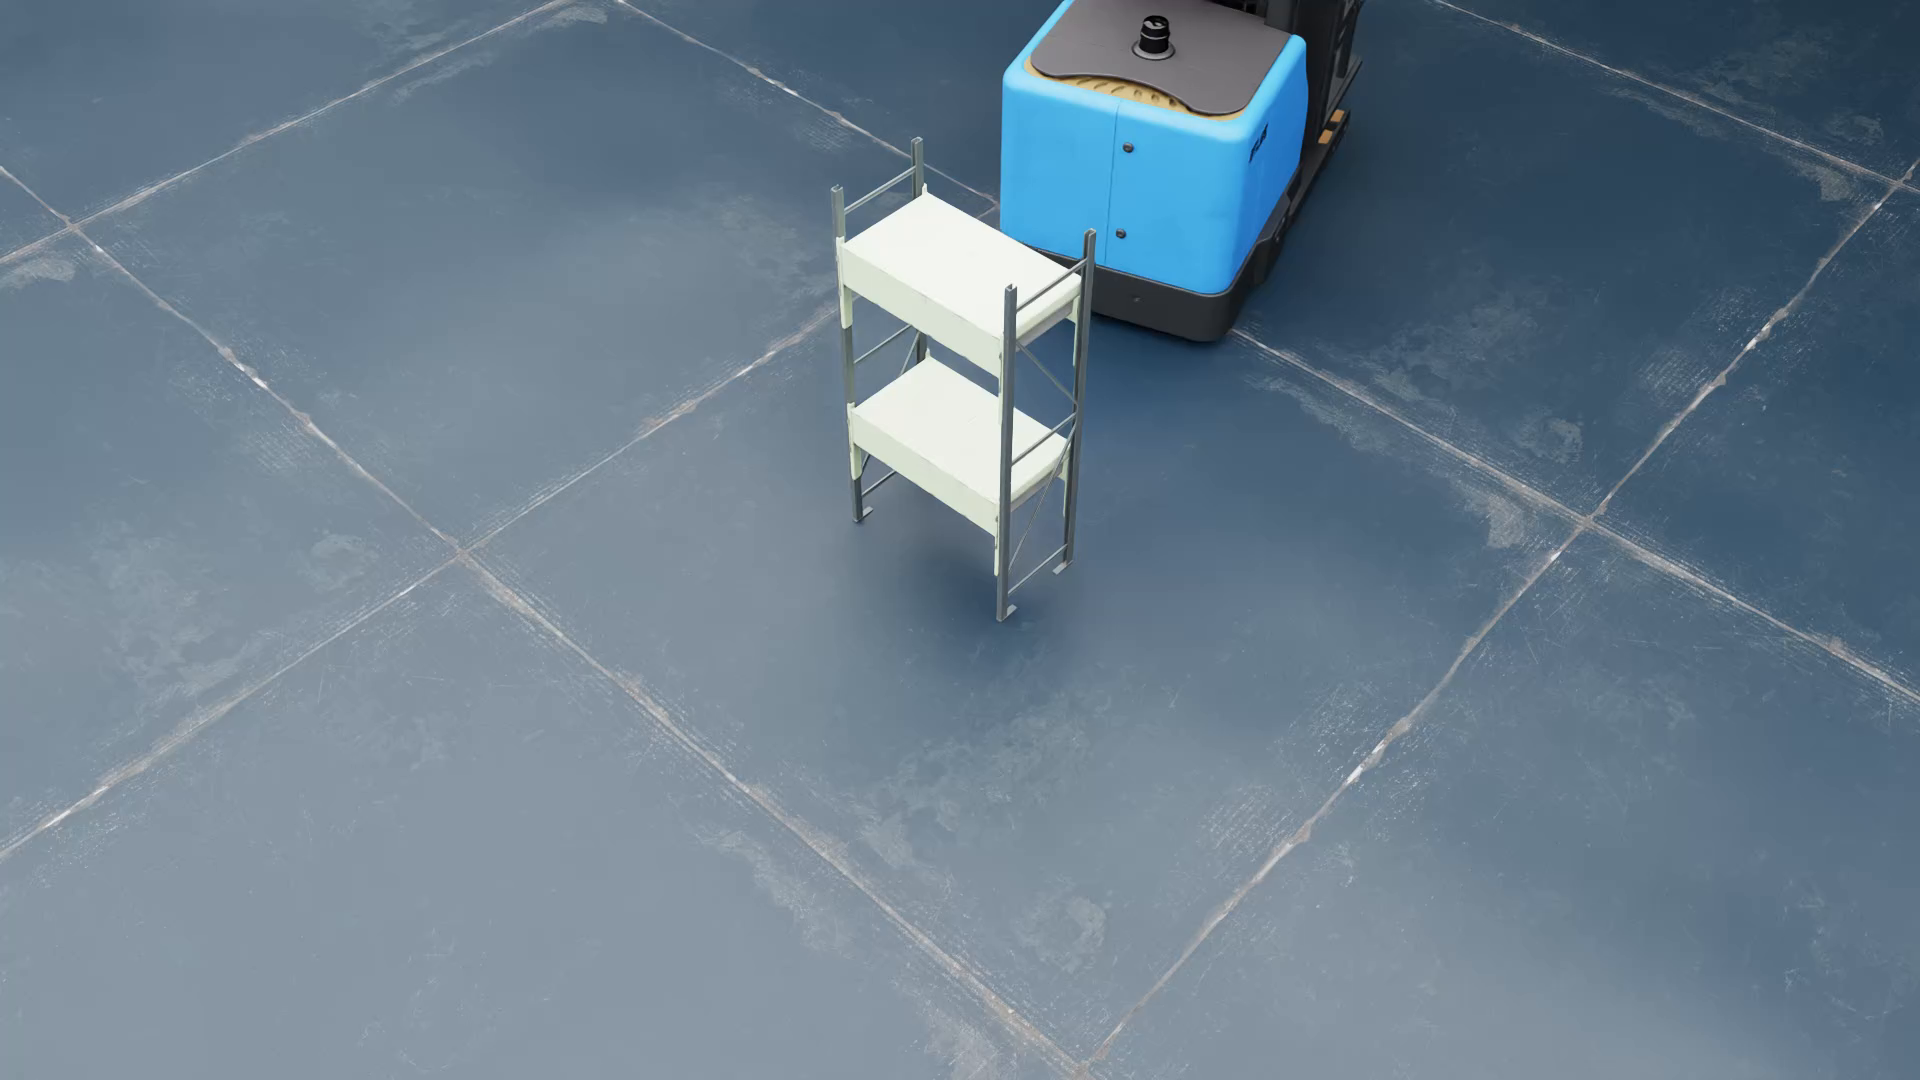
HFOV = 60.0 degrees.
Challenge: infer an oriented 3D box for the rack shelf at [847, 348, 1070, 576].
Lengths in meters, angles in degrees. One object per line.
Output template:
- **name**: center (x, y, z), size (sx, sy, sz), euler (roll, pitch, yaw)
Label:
- **rack shelf**: center (0.005, -0.287, 5.938), size (0.720, 0.370, 0.431), euler (34, 55, 28)

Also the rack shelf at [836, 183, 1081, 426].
- **rack shelf**: center (0.005, -0.777, 5.416), size (0.720, 0.370, 0.431), euler (34, 55, 28)

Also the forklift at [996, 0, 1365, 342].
- **forklift**: center (1.232, -2.915, 6.976), size (1.130, 2.935, 3.031), euler (19, 50, 17)

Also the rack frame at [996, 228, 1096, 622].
- **rack frame**: center (0.274, -0.329, 5.530), size (0.023, 1.500, 0.400), euler (34, 55, 28)

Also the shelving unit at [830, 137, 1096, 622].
- **shelving unit**: center (0.005, -0.510, 5.700), size (0.755, 1.500, 0.431), euler (34, 55, 28)

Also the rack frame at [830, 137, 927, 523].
- **rack frame**: center (-0.264, -0.691, 5.870), size (0.023, 1.500, 0.400), euler (34, 55, 28)
